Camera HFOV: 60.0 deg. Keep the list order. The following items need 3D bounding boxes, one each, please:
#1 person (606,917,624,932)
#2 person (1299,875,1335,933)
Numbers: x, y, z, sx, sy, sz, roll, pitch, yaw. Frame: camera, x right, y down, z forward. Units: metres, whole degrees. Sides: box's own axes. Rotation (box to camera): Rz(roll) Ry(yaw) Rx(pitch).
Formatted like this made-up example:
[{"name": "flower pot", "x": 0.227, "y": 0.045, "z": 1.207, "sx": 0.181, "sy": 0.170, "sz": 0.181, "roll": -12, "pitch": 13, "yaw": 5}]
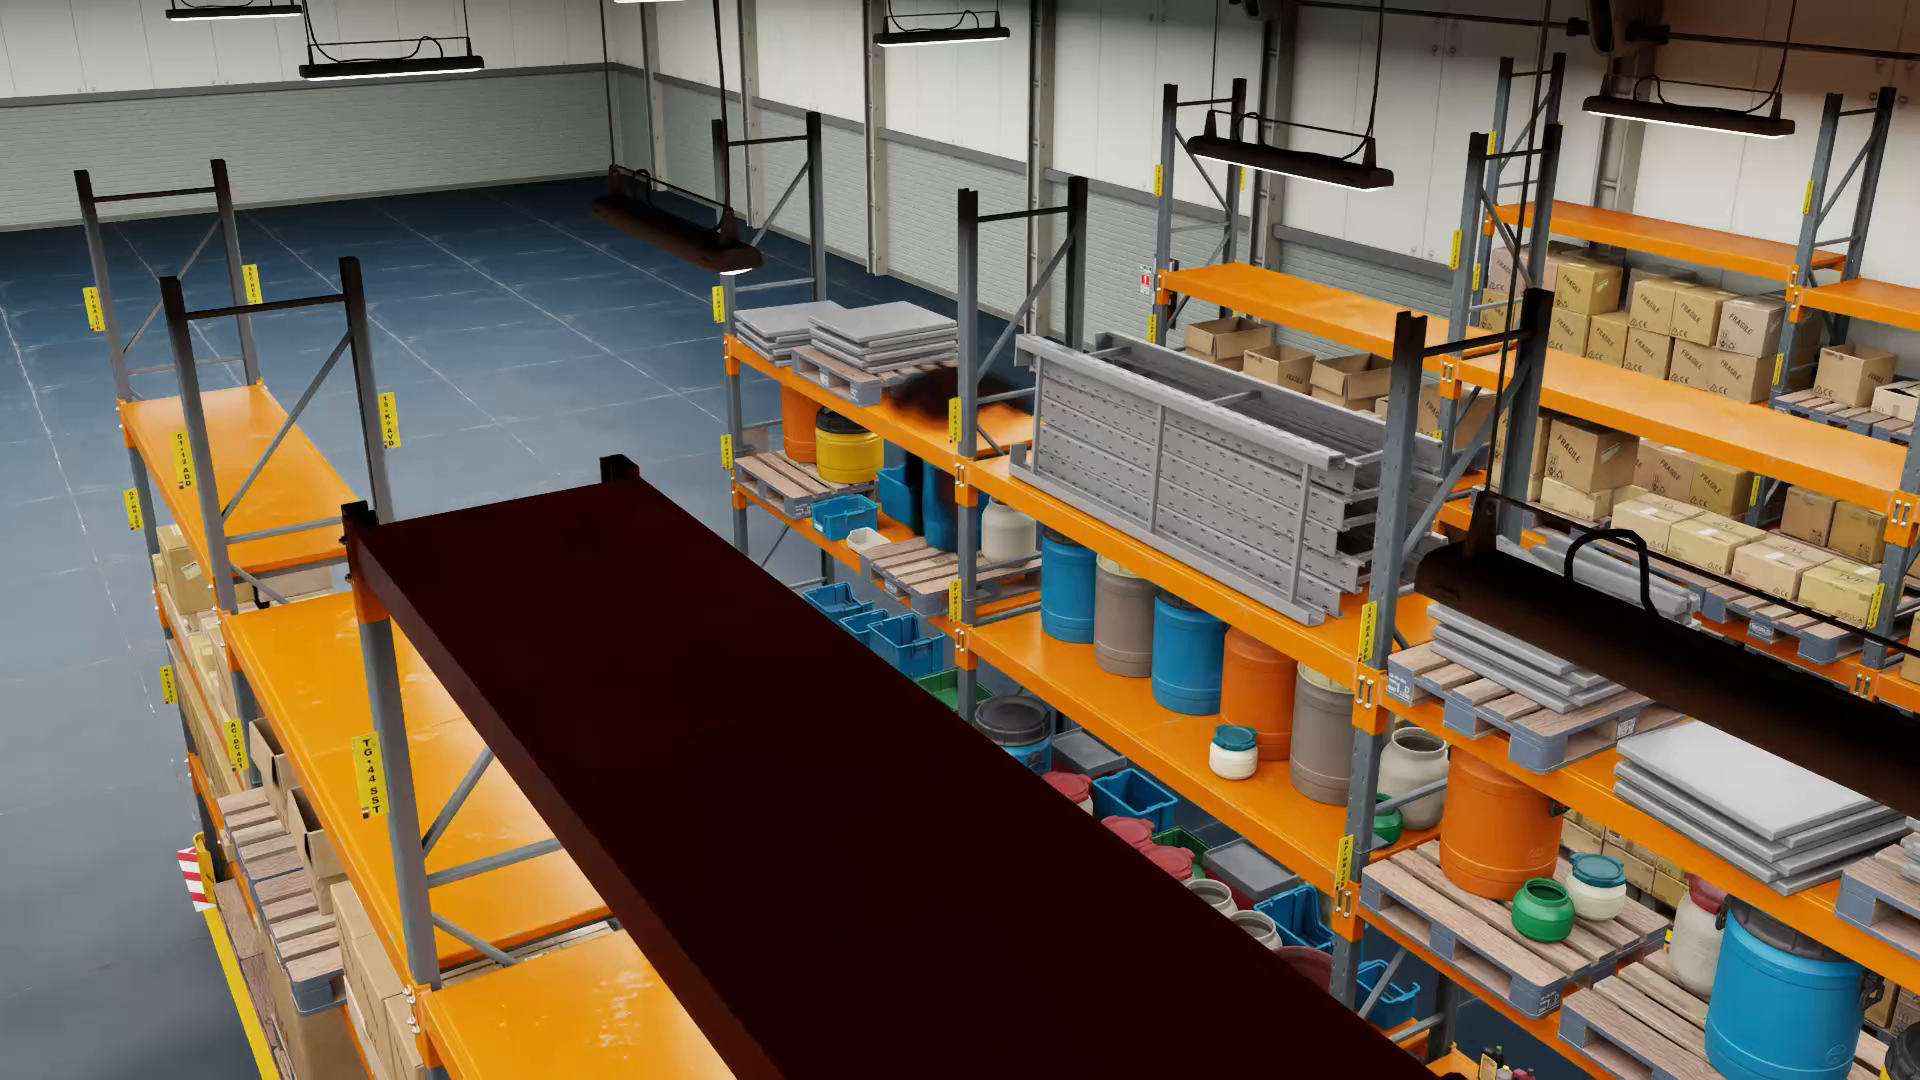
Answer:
[{"name": "person", "x": -2.559, "y": 2.673, "z": 12.488, "sx": 0.457, "sy": 1.661, "sz": 0.550, "roll": -4, "pitch": 22, "yaw": -10}, {"name": "person", "x": 2.699, "y": 2.438, "z": 12.942, "sx": 0.577, "sy": 1.719, "sz": 1.048, "roll": -14, "pitch": 26, "yaw": -31}]
